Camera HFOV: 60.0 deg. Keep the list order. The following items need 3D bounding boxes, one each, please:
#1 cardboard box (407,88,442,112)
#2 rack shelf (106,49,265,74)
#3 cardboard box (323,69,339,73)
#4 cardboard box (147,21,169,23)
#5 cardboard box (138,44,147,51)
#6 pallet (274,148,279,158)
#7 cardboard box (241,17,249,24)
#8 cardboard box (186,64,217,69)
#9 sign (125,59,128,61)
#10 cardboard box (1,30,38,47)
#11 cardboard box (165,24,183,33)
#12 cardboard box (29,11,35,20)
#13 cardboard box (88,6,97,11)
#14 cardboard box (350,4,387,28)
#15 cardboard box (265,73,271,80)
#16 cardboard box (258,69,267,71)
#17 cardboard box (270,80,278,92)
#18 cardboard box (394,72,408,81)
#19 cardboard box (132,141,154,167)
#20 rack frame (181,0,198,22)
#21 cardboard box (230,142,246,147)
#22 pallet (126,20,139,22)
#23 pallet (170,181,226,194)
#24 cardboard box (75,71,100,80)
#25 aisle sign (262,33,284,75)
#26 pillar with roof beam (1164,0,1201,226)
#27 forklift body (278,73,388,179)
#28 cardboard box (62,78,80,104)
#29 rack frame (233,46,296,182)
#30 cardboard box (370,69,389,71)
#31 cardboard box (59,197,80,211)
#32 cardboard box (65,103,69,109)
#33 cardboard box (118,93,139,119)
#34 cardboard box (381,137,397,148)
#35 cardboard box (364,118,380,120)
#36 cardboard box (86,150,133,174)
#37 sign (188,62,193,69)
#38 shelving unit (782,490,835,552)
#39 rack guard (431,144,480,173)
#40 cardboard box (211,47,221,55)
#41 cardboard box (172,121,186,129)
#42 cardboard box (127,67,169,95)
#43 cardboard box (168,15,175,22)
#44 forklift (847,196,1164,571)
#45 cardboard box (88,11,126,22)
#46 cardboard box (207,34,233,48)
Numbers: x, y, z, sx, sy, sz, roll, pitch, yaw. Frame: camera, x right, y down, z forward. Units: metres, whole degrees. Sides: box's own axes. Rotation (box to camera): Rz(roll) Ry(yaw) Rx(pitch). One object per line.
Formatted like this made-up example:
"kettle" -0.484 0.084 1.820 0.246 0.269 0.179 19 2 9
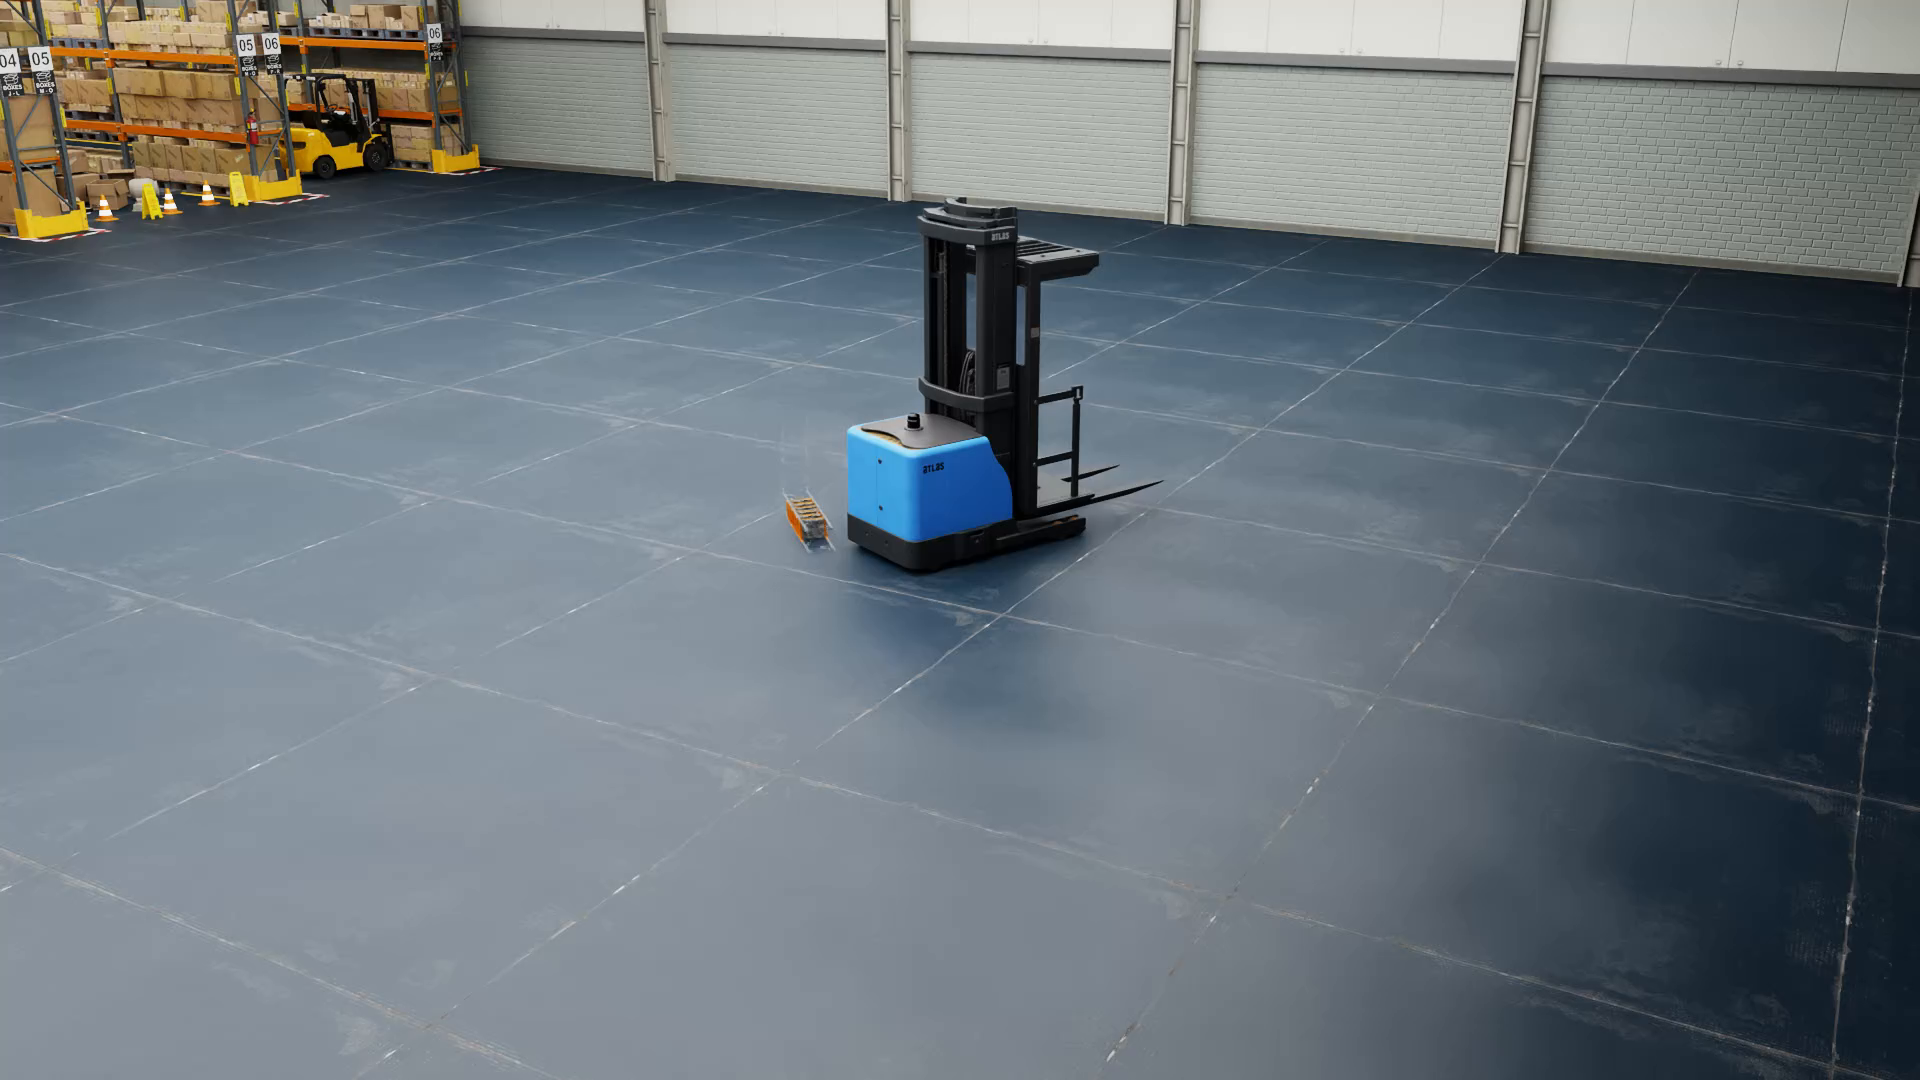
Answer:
"cardboard box" -12.076 -9.934 37.504 0.500 0.500 0.500 10 22 26
"rack shelf" -15.681 -9.810 33.964 4.000 0.370 1.077 11 23 27
"cardboard box" -14.595 -10.888 38.746 0.250 0.149 0.380 11 23 28
"cardboard box" -16.596 -10.659 34.450 0.250 0.149 0.380 11 23 29
"cardboard box" -16.604 -10.116 34.121 0.250 0.149 0.380 12 23 29
"pallet" -16.741 -9.552 40.685 1.213 0.211 1.003 11 23 27
"cardboard box" -16.791 -12.306 39.396 0.250 0.149 0.380 10 22 27
"cardboard box" -18.875 -11.591 41.455 0.500 0.500 0.500 12 23 30
"sign" -21.727 -12.590 43.273 0.005 0.325 0.100 11 23 27
"cardboard box" -16.557 -8.796 29.134 0.500 0.250 0.500 11 23 27
"cardboard box" -15.730 -10.286 33.420 0.250 0.149 0.380 11 23 29
"cardboard box" -23.875 -13.623 43.203 0.500 0.250 0.500 10 22 26
"cardboard box" -21.680 -13.352 41.844 0.250 0.149 0.380 11 23 28
"cardboard box" -13.361 -11.897 37.748 0.637 0.503 0.797 12 23 29
"cardboard box" -16.331 -11.052 39.634 0.250 0.149 0.380 10 22 26
"cardboard box" -16.943 -11.397 40.586 0.250 0.149 0.380 10 22 26
"cardboard box" -16.016 -10.802 39.531 0.500 0.250 0.500 10 22 26
"cardboard box" -12.587 -10.503 37.685 0.250 0.149 0.380 11 23 28
"cardboard box" -17.044 -8.150 35.047 0.500 0.500 0.500 12 23 30
"rack frame" -18.502 -14.034 40.156 0.127 3.000 1.000 11 23 27
"cardboard box" -14.984 -7.969 34.549 0.500 0.500 0.500 10 22 25
"pallet" -20.552 -12.900 41.704 1.003 0.211 1.213 11 23 27
"pallet" -15.755 -7.456 34.908 1.213 0.211 1.003 11 23 27
"cardboard box" -18.549 -9.880 35.351 0.250 0.149 0.380 10 22 26
"aisle sign" -13.730 -9.710 33.219 0.004 0.787 0.394 11 23 27
"pillar with roof beam" 1.929 -8.813 25.762 0.400 9.000 9.100 11 23 27
"forklift body" -14.063 -9.257 37.028 1.214 2.155 2.313 11 23 27
"cardboard box" -18.824 -9.633 35.622 0.500 0.500 0.500 12 23 29
"rack frame" -13.935 -8.405 33.436 0.127 3.000 1.000 11 23 27
"cardboard box" -13.482 -10.855 38.655 0.250 0.149 0.380 11 22 27
"cardboard box" -17.354 -6.557 32.351 0.258 0.266 0.396 16 25 36
"cardboard box" -19.075 -9.402 35.935 0.250 0.149 0.380 10 22 25
"cardboard box" -17.179 -9.101 34.772 0.500 0.500 0.500 11 23 27
"cardboard box" -12.989 -9.178 38.248 0.500 0.250 0.500 10 22 26
"cardboard box" -14.036 -9.820 39.285 0.500 0.250 0.500 10 22 27
"cardboard box" -18.516 -8.238 36.212 0.625 0.372 0.950 12 23 31
"sign" -18.758 -11.558 40.545 0.005 0.325 0.100 11 23 27
"shelving unit" -1.363 -0.179 14.871 0.258 0.189 1.200 -7 19 -14
"rack guard" -11.497 -8.705 37.927 0.348 0.500 1.175 11 23 27
"cardboard box" -14.616 -9.705 32.989 0.250 0.149 0.380 11 23 28
"cardboard box" -15.963 -8.556 34.218 0.250 0.149 0.380 11 23 27
"cardboard box" -16.714 -9.498 34.400 0.500 0.500 0.700 11 23 28
"cardboard box" -19.146 -12.777 40.725 0.250 0.149 0.380 10 22 26
"forklift" 0.500 -1.507 14.520 3.031 2.935 1.130 -15 24 -35
"cardboard box" -18.182 -11.139 35.444 0.500 0.250 0.500 10 22 26
"cardboard box" -14.513 -9.890 32.913 0.500 0.250 0.500 10 22 27
